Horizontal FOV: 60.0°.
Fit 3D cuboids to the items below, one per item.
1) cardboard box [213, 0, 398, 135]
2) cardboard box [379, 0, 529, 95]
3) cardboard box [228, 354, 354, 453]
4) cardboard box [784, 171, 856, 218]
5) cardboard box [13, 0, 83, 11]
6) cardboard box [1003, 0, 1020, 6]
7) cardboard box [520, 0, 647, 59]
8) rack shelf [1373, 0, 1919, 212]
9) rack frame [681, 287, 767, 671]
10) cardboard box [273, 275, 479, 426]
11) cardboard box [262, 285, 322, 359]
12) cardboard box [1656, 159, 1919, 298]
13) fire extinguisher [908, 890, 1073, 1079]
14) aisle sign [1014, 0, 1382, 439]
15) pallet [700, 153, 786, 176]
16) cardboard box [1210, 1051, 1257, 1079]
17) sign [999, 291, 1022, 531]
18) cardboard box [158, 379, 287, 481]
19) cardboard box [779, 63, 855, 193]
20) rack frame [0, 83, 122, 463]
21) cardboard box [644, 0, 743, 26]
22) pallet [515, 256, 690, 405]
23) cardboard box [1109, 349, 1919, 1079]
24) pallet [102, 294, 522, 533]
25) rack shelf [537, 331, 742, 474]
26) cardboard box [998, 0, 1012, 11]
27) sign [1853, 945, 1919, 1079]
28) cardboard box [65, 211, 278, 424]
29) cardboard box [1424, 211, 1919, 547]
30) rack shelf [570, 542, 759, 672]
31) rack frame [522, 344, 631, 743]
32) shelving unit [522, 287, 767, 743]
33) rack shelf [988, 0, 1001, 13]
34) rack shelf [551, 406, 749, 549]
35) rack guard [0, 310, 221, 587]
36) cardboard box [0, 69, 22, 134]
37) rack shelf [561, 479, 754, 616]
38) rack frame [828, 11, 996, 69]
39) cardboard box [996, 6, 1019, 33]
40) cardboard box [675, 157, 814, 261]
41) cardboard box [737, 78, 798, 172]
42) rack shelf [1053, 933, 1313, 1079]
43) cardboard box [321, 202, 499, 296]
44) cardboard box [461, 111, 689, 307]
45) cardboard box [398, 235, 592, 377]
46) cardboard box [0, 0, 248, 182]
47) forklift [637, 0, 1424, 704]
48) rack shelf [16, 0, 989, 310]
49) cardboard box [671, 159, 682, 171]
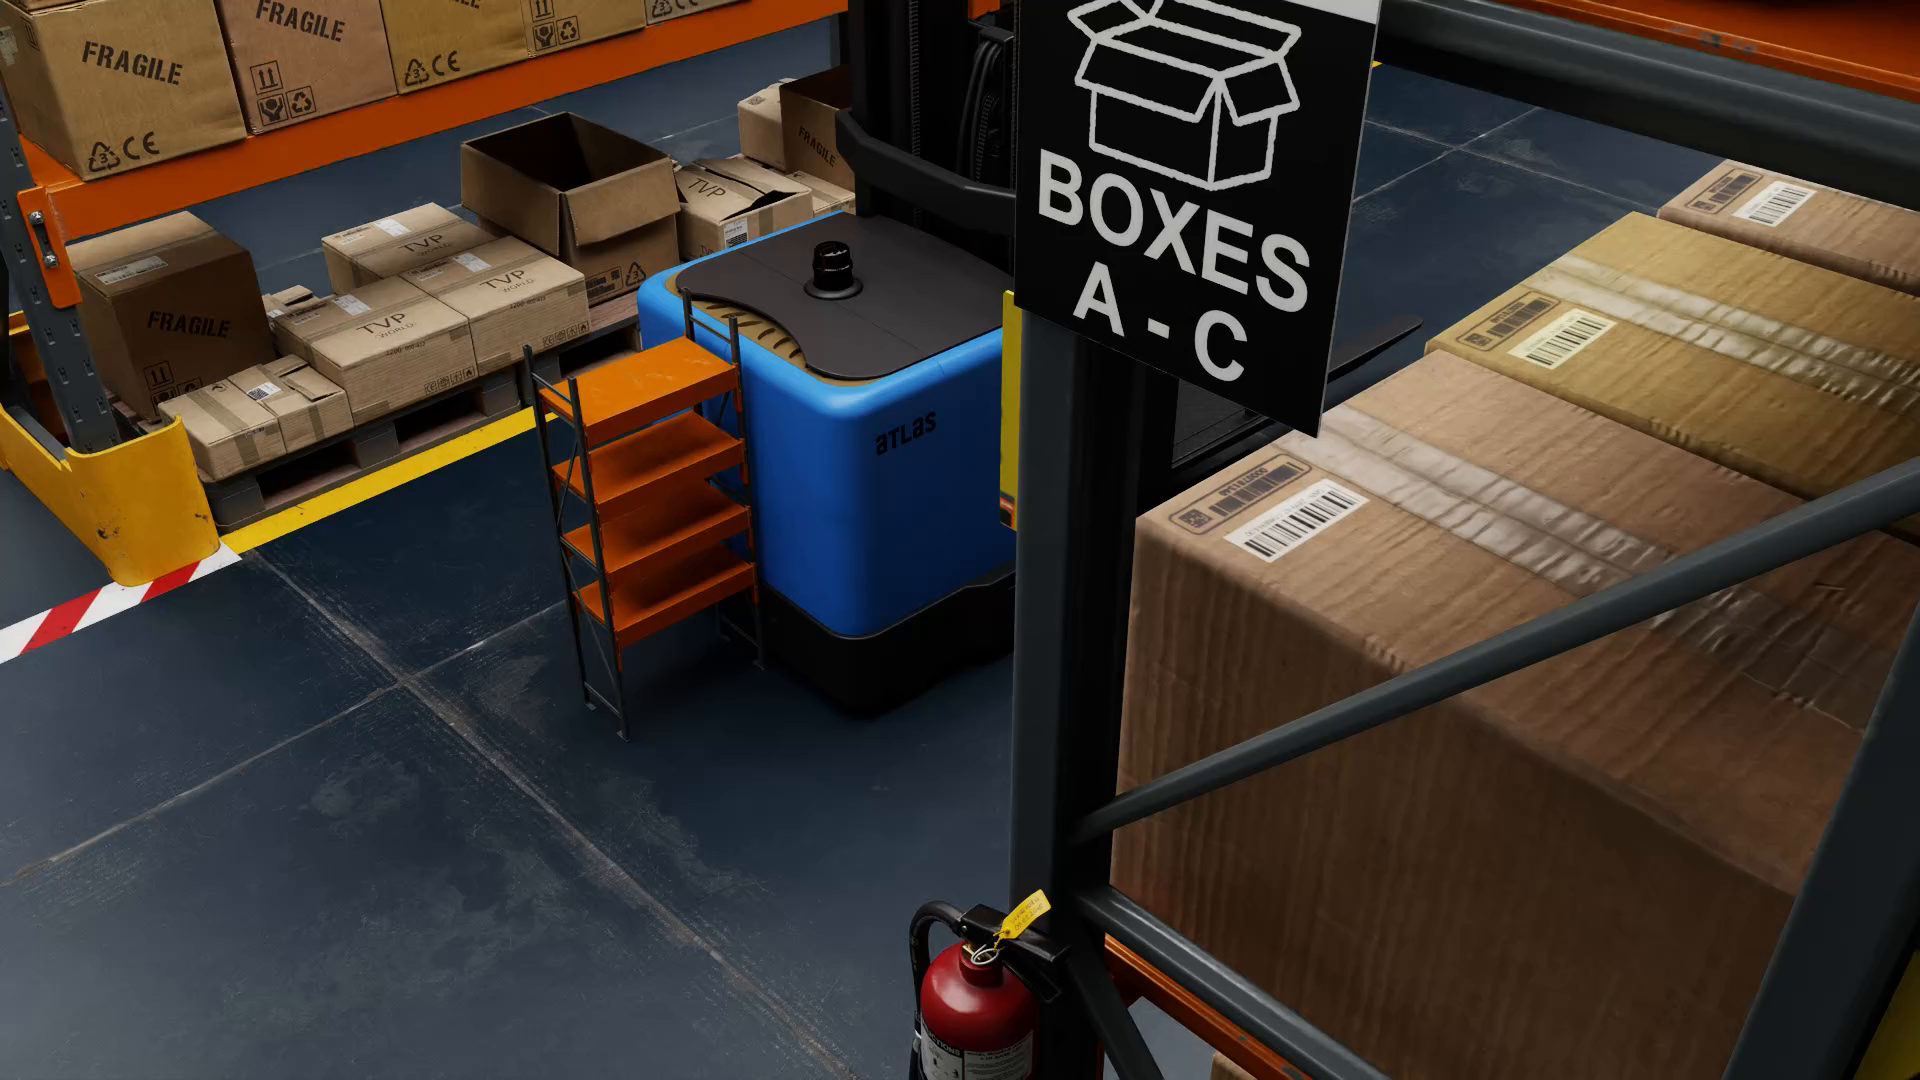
[{"bbox_3d":[-2.196,-1.662,5.317,0.500,0.500,0.500,29,44,35],"label":"cardboard box"},{"bbox_3d":[-1.840,-1.865,5.607,0.500,0.500,0.500,29,44,35],"label":"cardboard box"},{"bbox_3d":[-2.340,-0.487,5.811,0.380,0.166,0.250,30,45,35],"label":"cardboard box"},{"bbox_3d":[-0.659,-1.449,7.206,0.380,0.149,0.250,30,45,35],"label":"cardboard box"},{"bbox_3d":[-2.556,-1.861,4.727,0.500,0.500,0.500,-28,44,-34],"label":"cardboard box"},{"bbox_3d":[0.261,-2.628,8.589,0.500,0.500,0.500,-30,45,-35],"label":"cardboard box"},{"bbox_3d":[-1.487,-2.067,5.897,0.500,0.500,0.500,-29,44,-35],"label":"cardboard box"},{"bbox_3d":[1.872,-1.088,2.587,1.077,0.370,4.000,30,45,35],"label":"rack shelf"},{"bbox_3d":[-0.674,-0.145,4.803,0.015,1.200,0.240,-27,43,-33],"label":"rack frame"},{"bbox_3d":[-2.119,-0.698,6.040,0.500,0.250,0.500,30,45,35],"label":"cardboard box"},{"bbox_3d":[-2.498,-0.802,6.263,0.380,0.166,0.250,30,45,35],"label":"cardboard box"},{"bbox_3d":[1.863,-0.280,3.161,0.980,0.700,0.700,27,43,33],"label":"cardboard box"},{"bbox_3d":[0.029,0.719,2.383,0.296,0.674,0.183,30,45,35],"label":"fire extinguisher"},{"bbox_3d":[0.199,-0.499,1.463,0.394,0.787,0.004,30,45,35],"label":"aisle sign"},{"bbox_3d":[-0.722,-1.537,7.663,1.003,0.211,1.213,30,45,35],"label":"pallet"},{"bbox_3d":[0.885,1.188,3.136,0.700,0.500,0.500,30,45,35],"label":"cardboard box"},{"bbox_3d":[0.087,-0.137,1.998,0.100,0.325,0.005,30,45,35],"label":"sign"},{"bbox_3d":[-2.516,-0.378,5.671,0.380,0.149,0.250,30,45,35],"label":"cardboard box"},{"bbox_3d":[-0.437,-1.769,7.358,0.500,0.500,0.500,30,45,35],"label":"cardboard box"},{"bbox_3d":[-3.055,-1.336,4.936,1.000,3.000,0.127,30,45,35],"label":"rack frame"},{"bbox_3d":[-1.130,-2.275,6.195,0.500,0.500,0.500,-29,44,-35],"label":"cardboard box"},{"bbox_3d":[-1.581,-1.040,6.949,1.003,0.211,1.213,30,45,35],"label":"pallet"},{"bbox_3d":[0.815,0.325,2.292,0.700,0.700,0.980,-28,43,-34],"label":"cardboard box"},{"bbox_3d":[-2.441,-0.547,6.243,1.003,0.211,1.213,30,45,35],"label":"pallet"},{"bbox_3d":[-0.855,-0.374,4.444,0.480,0.148,0.258,-27,43,-33],"label":"rack shelf"},{"bbox_3d":[-0.093,-2.430,8.307,0.500,0.500,0.500,29,44,35],"label":"cardboard box"},{"bbox_3d":[0.852,0.498,1.481,0.100,0.325,0.005,30,45,35],"label":"sign"},{"bbox_3d":[-2.847,-0.811,5.984,0.500,0.500,0.500,30,45,35],"label":"cardboard box"},{"bbox_3d":[1.320,0.025,2.722,0.980,0.700,0.700,29,44,35],"label":"cardboard box"},{"bbox_3d":[-0.855,0.166,4.821,0.480,0.148,0.258,-27,43,-33],"label":"rack shelf"},{"bbox_3d":[-1.036,0.041,4.535,0.015,1.200,0.240,-27,43,-33],"label":"rack frame"},{"bbox_3d":[-0.855,-0.052,4.669,0.503,1.200,0.258,-27,43,-33],"label":"shelving unit"},{"bbox_3d":[1.172,-3.476,8.634,1.077,0.370,4.000,30,45,35],"label":"rack shelf"},{"bbox_3d":[-0.855,-0.180,4.579,0.480,0.148,0.258,-27,43,-33],"label":"rack shelf"},{"bbox_3d":[-3.002,-0.341,5.695,1.175,0.500,0.348,30,45,35],"label":"rack guard"},{"bbox_3d":[-2.933,-1.668,5.326,0.500,0.500,0.500,-28,44,-34],"label":"cardboard box"},{"bbox_3d":[-0.855,0.003,4.707,0.480,0.148,0.258,-27,43,-33],"label":"rack shelf"},{"bbox_3d":[-0.237,-2.959,7.264,1.000,3.000,0.127,30,45,35],"label":"rack frame"},{"bbox_3d":[0.277,-2.213,7.994,0.500,0.500,0.500,27,43,33],"label":"cardboard box"},{"bbox_3d":[-0.966,-1.387,6.976,0.500,0.311,0.500,30,45,35],"label":"cardboard box"},{"bbox_3d":[-0.686,-1.954,7.788,0.500,0.311,0.500,30,45,35],"label":"cardboard box"},{"bbox_3d":[1.872,0.143,3.446,1.077,0.370,4.000,30,45,35],"label":"rack shelf"},{"bbox_3d":[-2.156,-1.082,6.591,0.500,0.250,0.500,30,45,35],"label":"cardboard box"},{"bbox_3d":[-1.557,-1.351,6.756,0.797,0.503,0.637,30,45,35],"label":"cardboard box"},{"bbox_3d":[-1.766,-0.901,6.332,0.500,0.250,0.500,30,45,35],"label":"cardboard box"},{"bbox_3d":[-2.556,-1.451,5.013,0.500,0.500,0.500,-29,44,-35],"label":"cardboard box"},{"bbox_3d":[0.468,-1.444,5.151,3.031,2.935,1.130,-27,43,-33],"label":"forklift"},{"bbox_3d":[-1.646,-1.852,6.306,1.077,0.370,4.000,30,45,35],"label":"rack shelf"},{"bbox_3d":[-1.289,-1.539,7.321,0.380,0.166,0.250,30,45,35],"label":"cardboard box"}]
